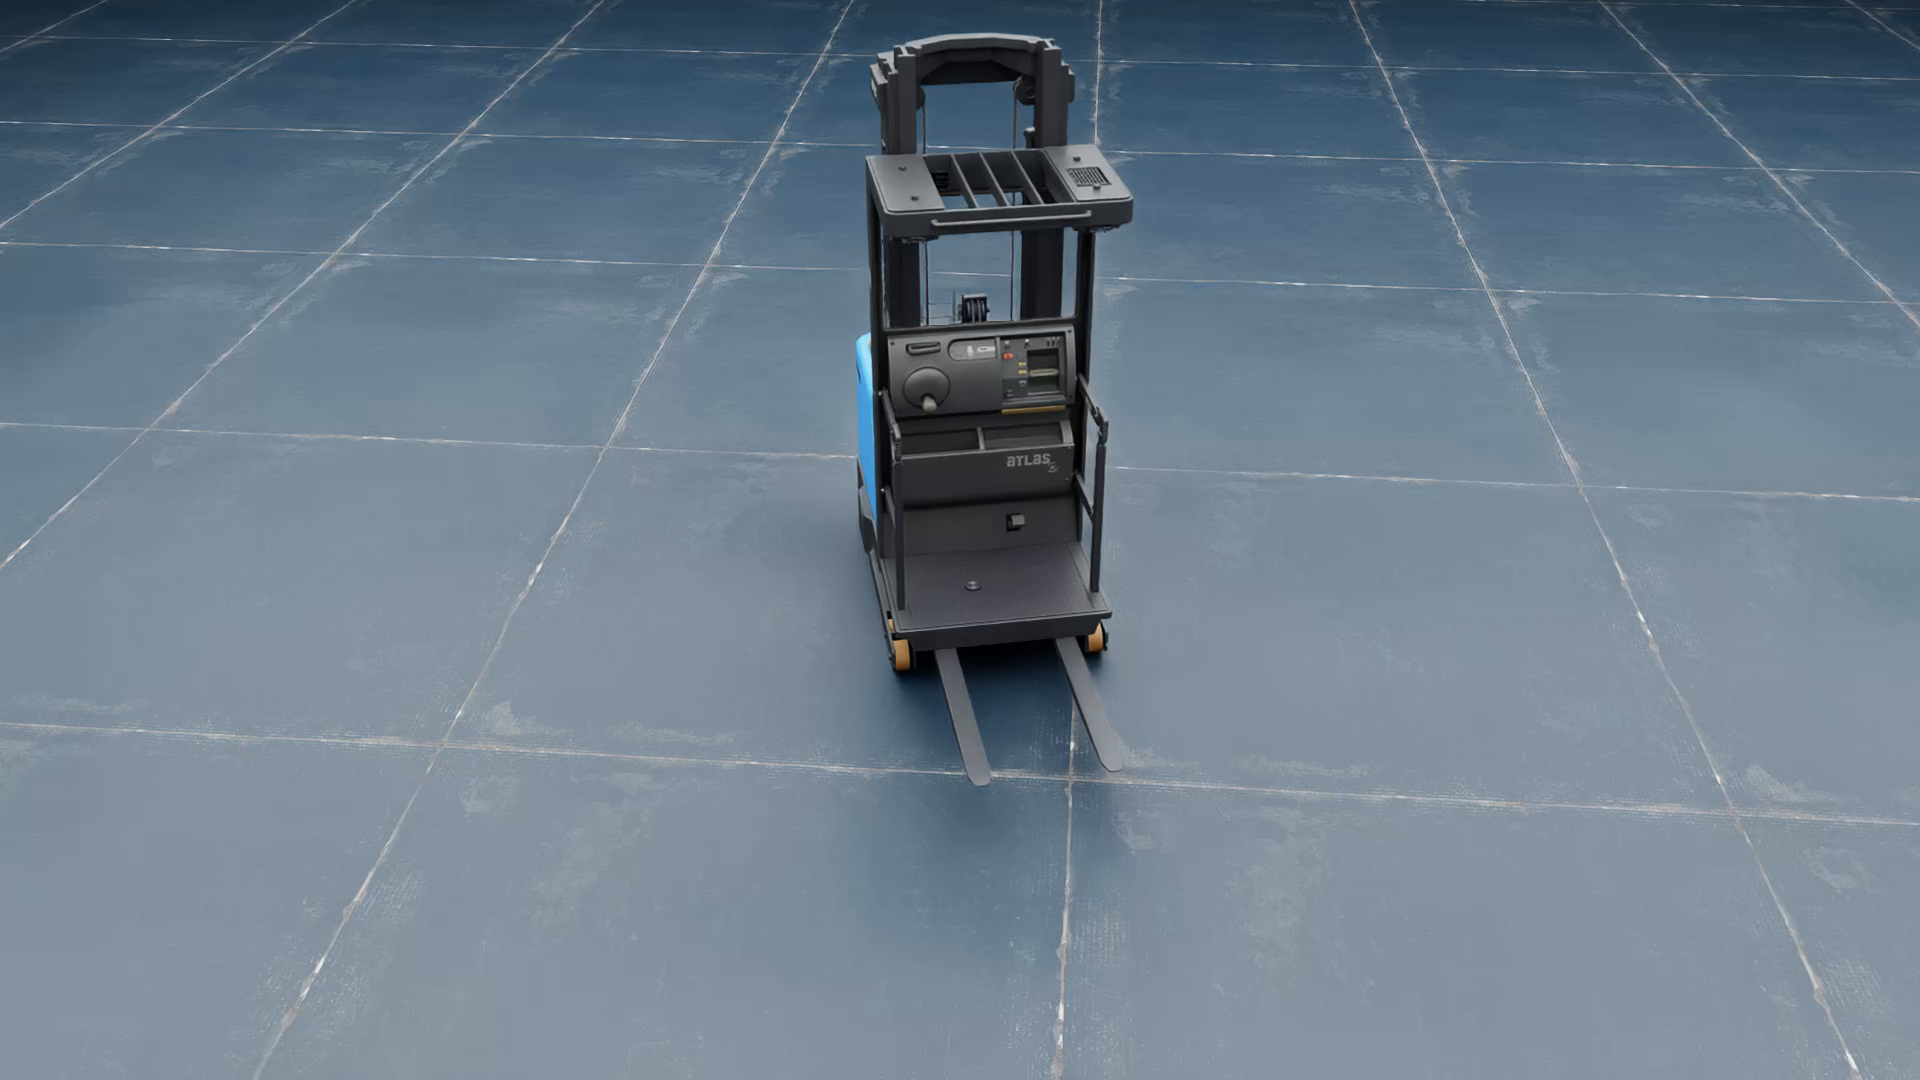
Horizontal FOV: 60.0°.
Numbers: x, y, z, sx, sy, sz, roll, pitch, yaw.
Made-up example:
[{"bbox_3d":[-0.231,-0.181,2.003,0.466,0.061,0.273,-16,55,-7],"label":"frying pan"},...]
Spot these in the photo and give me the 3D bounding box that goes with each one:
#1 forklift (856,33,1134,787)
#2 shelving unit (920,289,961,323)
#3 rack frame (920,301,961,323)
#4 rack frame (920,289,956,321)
[{"bbox_3d":[0.147,-0.783,8.008,1.130,2.935,3.031,-5,32,-8],"label":"forklift"},{"bbox_3d":[-0.129,-0.881,9.816,0.258,1.200,0.189,-5,32,-8],"label":"shelving unit"},{"bbox_3d":[-0.114,-0.834,9.740,0.240,1.200,0.006,-5,32,-8],"label":"rack frame"},{"bbox_3d":[-0.144,-0.928,9.893,0.240,1.200,0.006,-5,32,-8],"label":"rack frame"}]
